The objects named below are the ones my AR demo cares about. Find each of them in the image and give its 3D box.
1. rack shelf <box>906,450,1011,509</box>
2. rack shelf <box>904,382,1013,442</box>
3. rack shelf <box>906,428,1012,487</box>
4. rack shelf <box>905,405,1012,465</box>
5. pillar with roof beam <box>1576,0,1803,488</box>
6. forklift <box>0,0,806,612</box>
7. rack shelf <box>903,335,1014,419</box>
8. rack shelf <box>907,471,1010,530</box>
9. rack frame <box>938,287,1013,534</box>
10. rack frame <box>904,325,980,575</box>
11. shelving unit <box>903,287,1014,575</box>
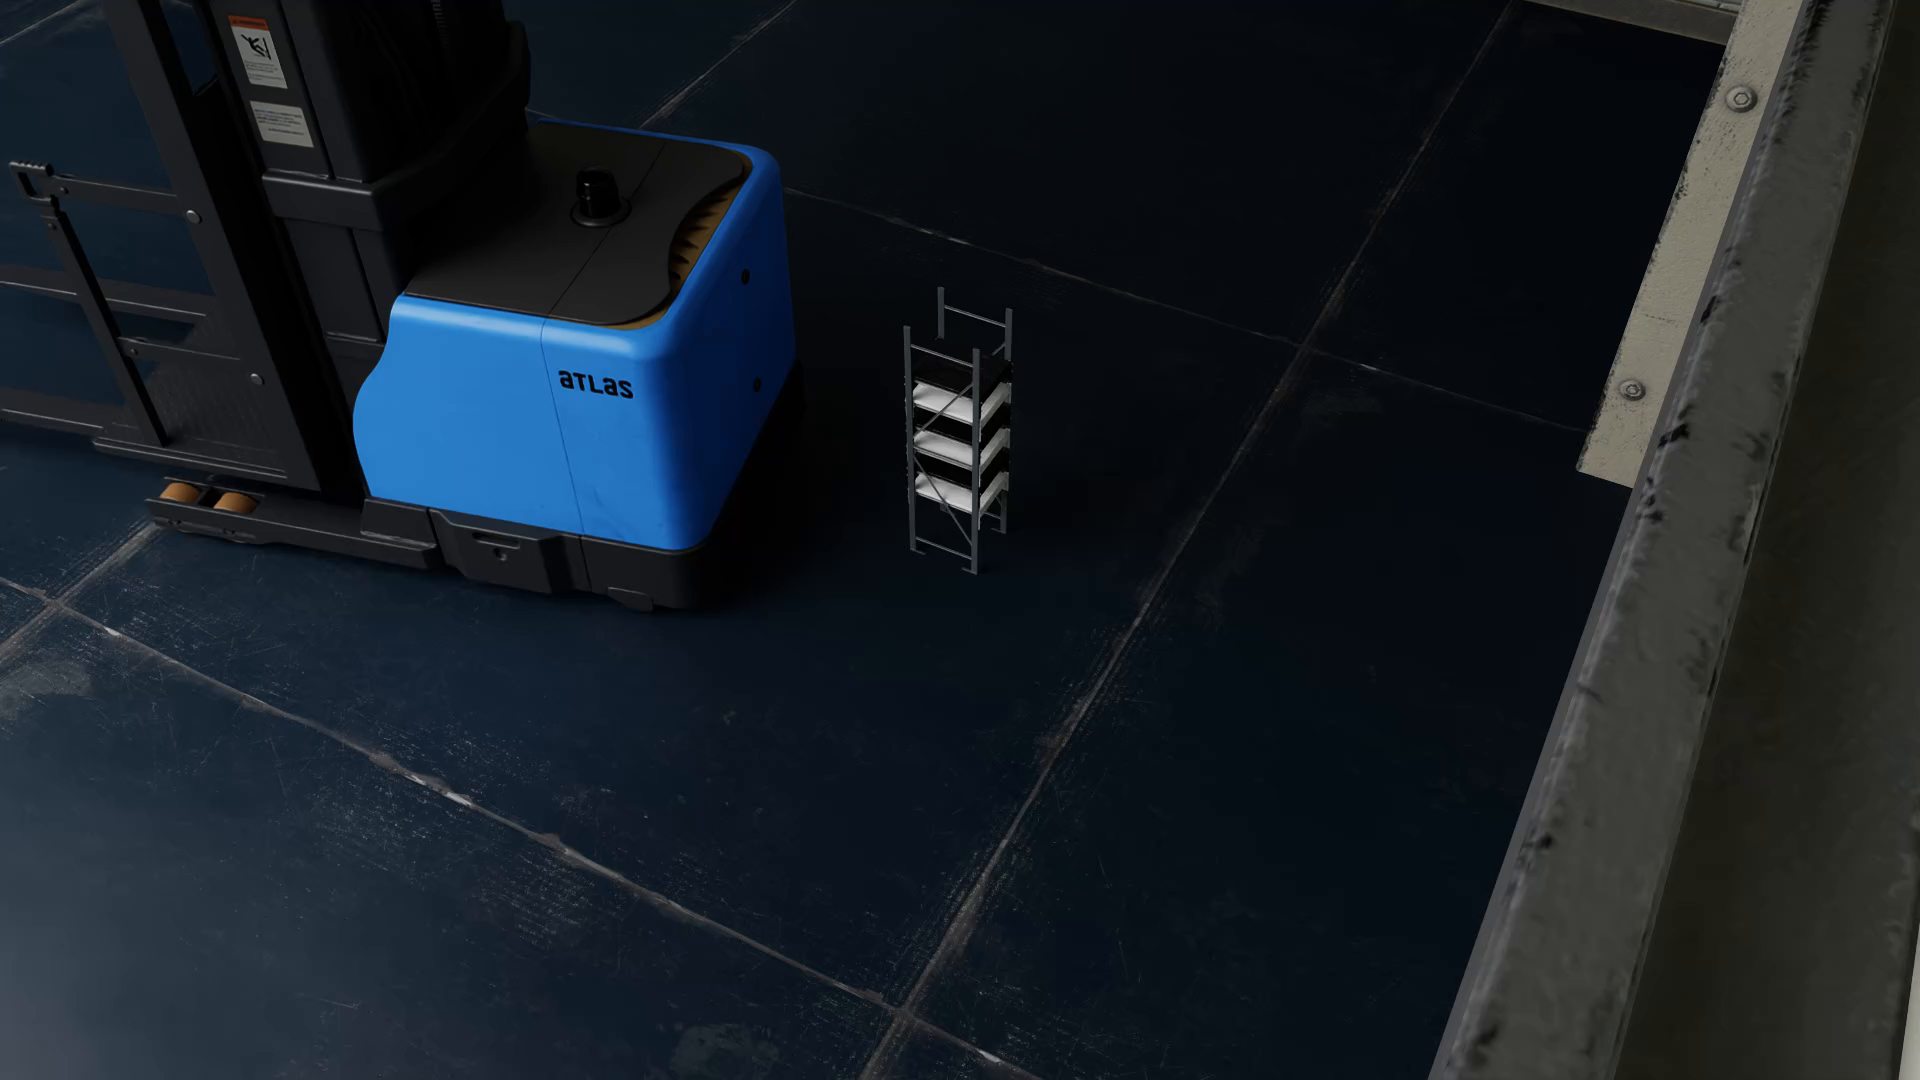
[{"bbox_3d":[-0.004,-0.225,5.108,0.258,0.077,0.200,20,49,19],"label":"rack shelf"},{"bbox_3d":[-0.004,-0.414,4.916,0.258,0.077,0.200,20,49,19],"label":"rack shelf"},{"bbox_3d":[-0.004,-0.288,5.044,0.258,0.077,0.200,20,49,19],"label":"rack shelf"},{"bbox_3d":[-0.004,-0.351,4.980,0.258,0.077,0.200,20,49,19],"label":"rack shelf"},{"bbox_3d":[-1.521,-4.895,3.856,9.100,9.000,0.400,20,49,19],"label":"pillar with roof beam"},{"bbox_3d":[-2.101,-1.374,4.642,3.031,2.935,1.130,10,46,10],"label":"forklift"},{"bbox_3d":[-0.004,-0.478,4.852,0.258,0.077,0.200,20,49,19],"label":"rack shelf"},{"bbox_3d":[-0.004,-0.161,5.172,0.258,0.077,0.200,20,49,19],"label":"rack shelf"},{"bbox_3d":[0.043,-0.375,5.084,0.240,0.900,0.006,20,49,19],"label":"rack frame"},{"bbox_3d":[-0.051,-0.247,4.957,0.240,0.900,0.006,20,49,19],"label":"rack frame"},{"bbox_3d":[-0.004,-0.311,5.020,0.258,0.900,0.210,20,49,19],"label":"shelving unit"}]
